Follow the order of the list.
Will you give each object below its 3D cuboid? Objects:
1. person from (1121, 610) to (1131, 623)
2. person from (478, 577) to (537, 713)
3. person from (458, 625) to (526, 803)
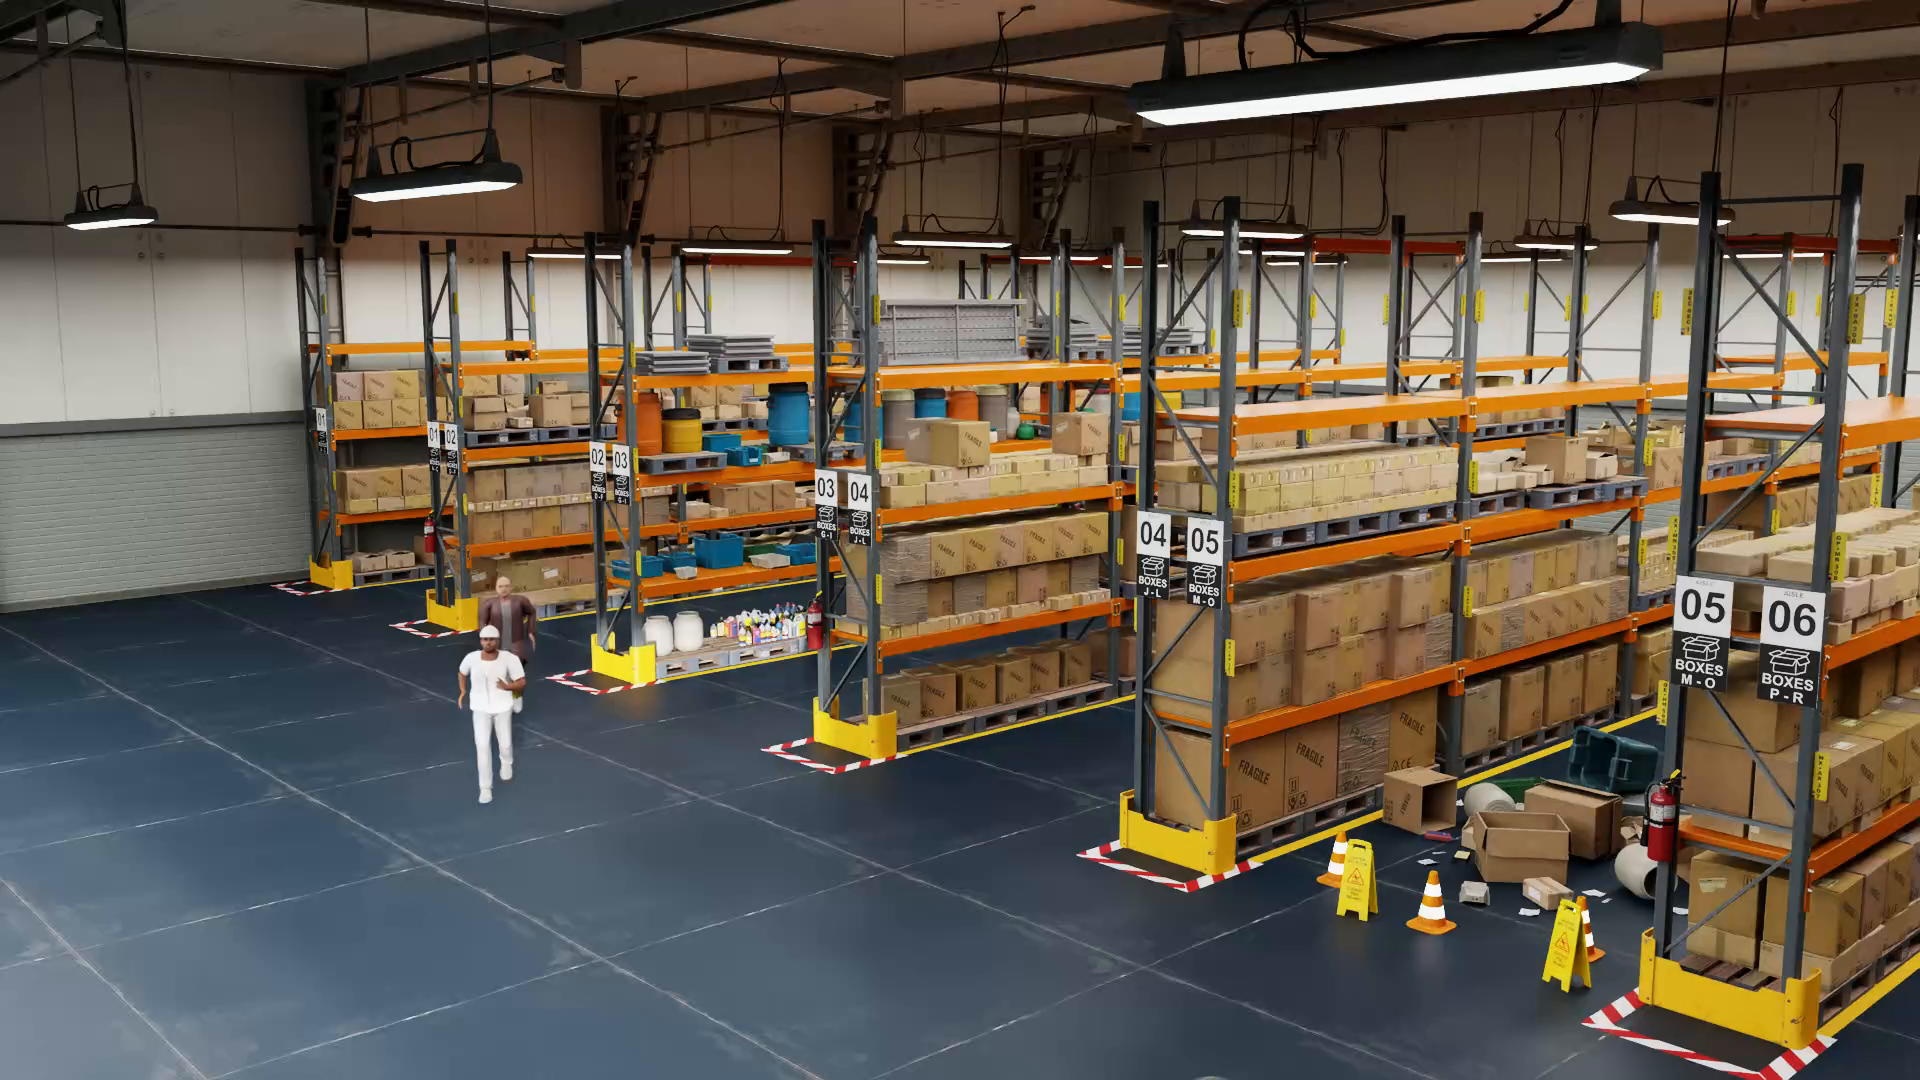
[{"bbox_3d":[2.286,0.518,24.396,0.837,1.754,0.582,-7,11,-38],"label":"person"},{"bbox_3d":[-5.552,1.310,20.428,0.681,1.737,0.784,-2,9,-11],"label":"person"},{"bbox_3d":[-4.851,1.749,17.244,0.701,1.750,0.983,-2,9,-10],"label":"person"}]
